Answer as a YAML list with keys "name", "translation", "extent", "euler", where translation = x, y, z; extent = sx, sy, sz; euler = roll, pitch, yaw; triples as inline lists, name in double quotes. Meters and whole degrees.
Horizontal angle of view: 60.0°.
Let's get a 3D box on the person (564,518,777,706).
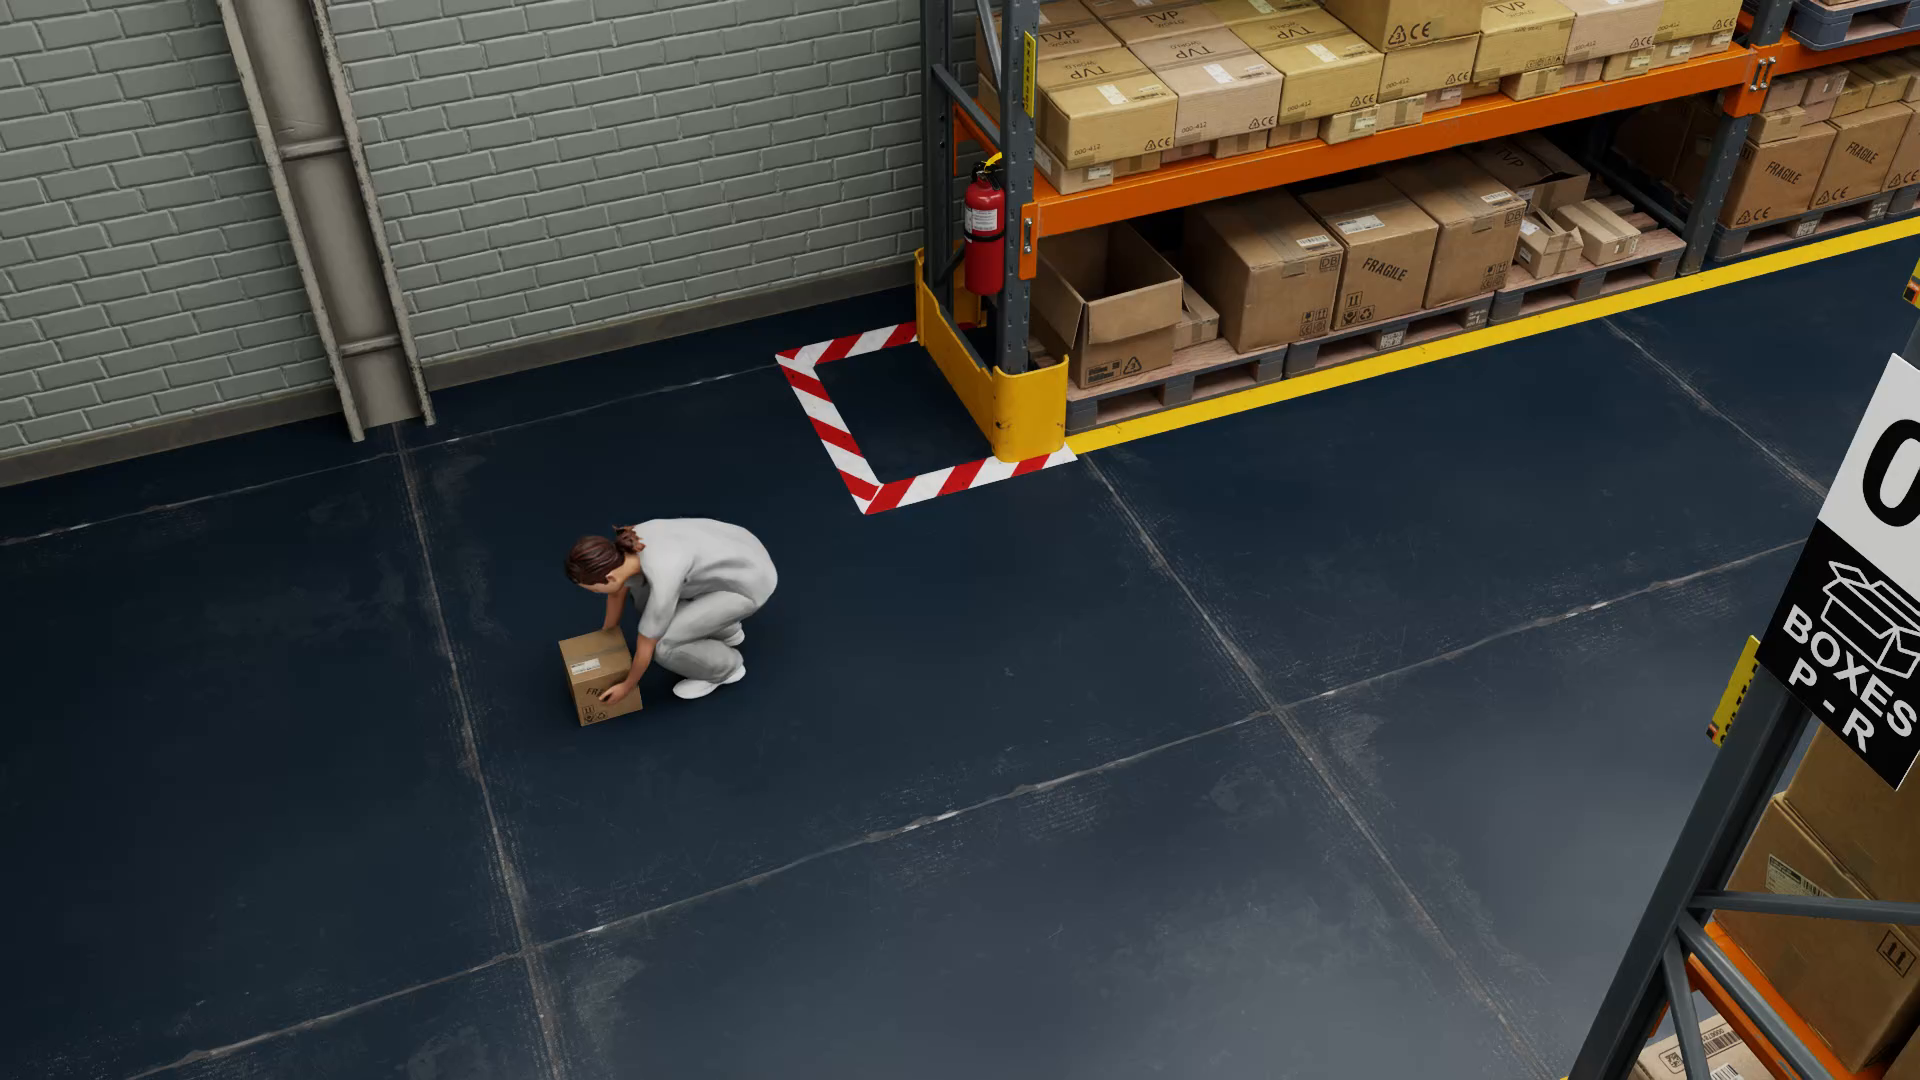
- name: "person"
  translation: [-1.107, 0.231, 6.508]
  extent: [0.799, 0.872, 0.482]
  euler: [-15, 44, -17]
